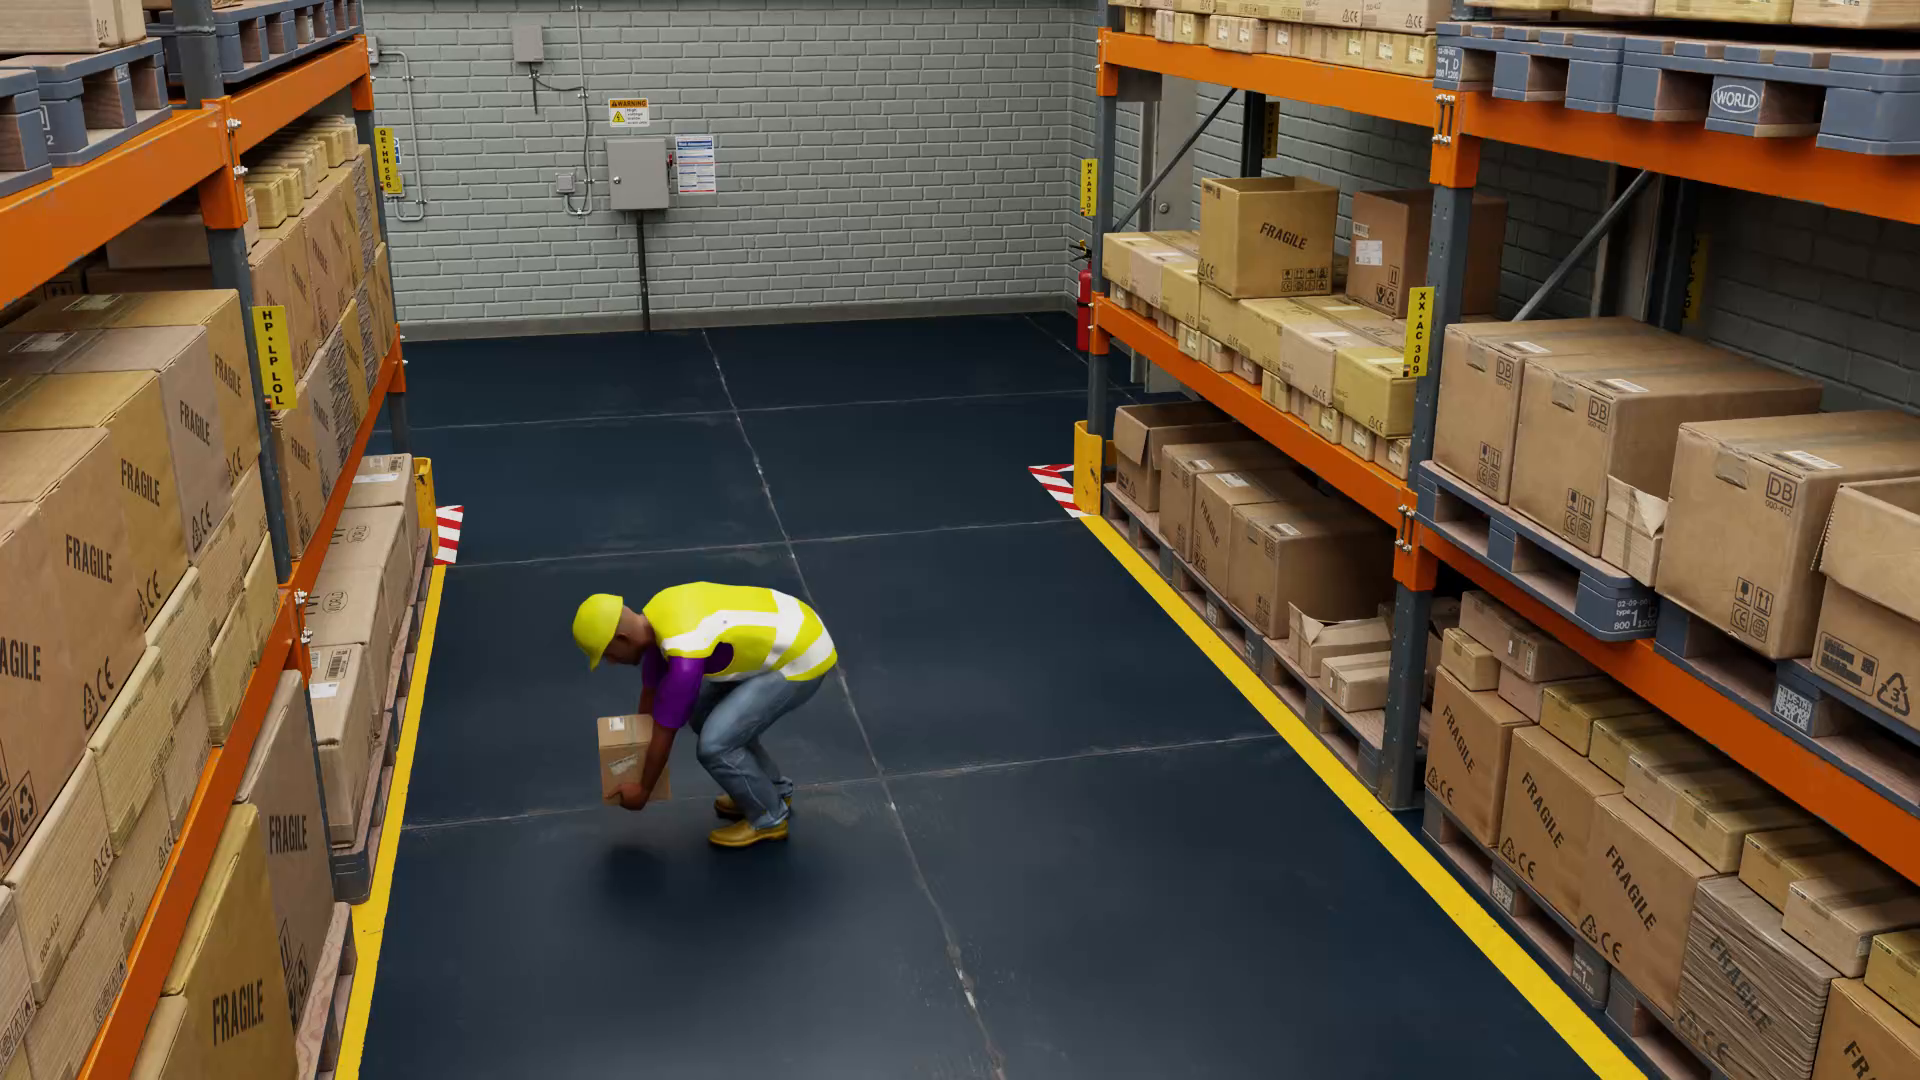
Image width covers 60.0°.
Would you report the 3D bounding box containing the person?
[{"bbox_3d":[-0.946,0.650,6.298,0.963,1.033,0.526,-5,20,-15],"label":"person"}]
